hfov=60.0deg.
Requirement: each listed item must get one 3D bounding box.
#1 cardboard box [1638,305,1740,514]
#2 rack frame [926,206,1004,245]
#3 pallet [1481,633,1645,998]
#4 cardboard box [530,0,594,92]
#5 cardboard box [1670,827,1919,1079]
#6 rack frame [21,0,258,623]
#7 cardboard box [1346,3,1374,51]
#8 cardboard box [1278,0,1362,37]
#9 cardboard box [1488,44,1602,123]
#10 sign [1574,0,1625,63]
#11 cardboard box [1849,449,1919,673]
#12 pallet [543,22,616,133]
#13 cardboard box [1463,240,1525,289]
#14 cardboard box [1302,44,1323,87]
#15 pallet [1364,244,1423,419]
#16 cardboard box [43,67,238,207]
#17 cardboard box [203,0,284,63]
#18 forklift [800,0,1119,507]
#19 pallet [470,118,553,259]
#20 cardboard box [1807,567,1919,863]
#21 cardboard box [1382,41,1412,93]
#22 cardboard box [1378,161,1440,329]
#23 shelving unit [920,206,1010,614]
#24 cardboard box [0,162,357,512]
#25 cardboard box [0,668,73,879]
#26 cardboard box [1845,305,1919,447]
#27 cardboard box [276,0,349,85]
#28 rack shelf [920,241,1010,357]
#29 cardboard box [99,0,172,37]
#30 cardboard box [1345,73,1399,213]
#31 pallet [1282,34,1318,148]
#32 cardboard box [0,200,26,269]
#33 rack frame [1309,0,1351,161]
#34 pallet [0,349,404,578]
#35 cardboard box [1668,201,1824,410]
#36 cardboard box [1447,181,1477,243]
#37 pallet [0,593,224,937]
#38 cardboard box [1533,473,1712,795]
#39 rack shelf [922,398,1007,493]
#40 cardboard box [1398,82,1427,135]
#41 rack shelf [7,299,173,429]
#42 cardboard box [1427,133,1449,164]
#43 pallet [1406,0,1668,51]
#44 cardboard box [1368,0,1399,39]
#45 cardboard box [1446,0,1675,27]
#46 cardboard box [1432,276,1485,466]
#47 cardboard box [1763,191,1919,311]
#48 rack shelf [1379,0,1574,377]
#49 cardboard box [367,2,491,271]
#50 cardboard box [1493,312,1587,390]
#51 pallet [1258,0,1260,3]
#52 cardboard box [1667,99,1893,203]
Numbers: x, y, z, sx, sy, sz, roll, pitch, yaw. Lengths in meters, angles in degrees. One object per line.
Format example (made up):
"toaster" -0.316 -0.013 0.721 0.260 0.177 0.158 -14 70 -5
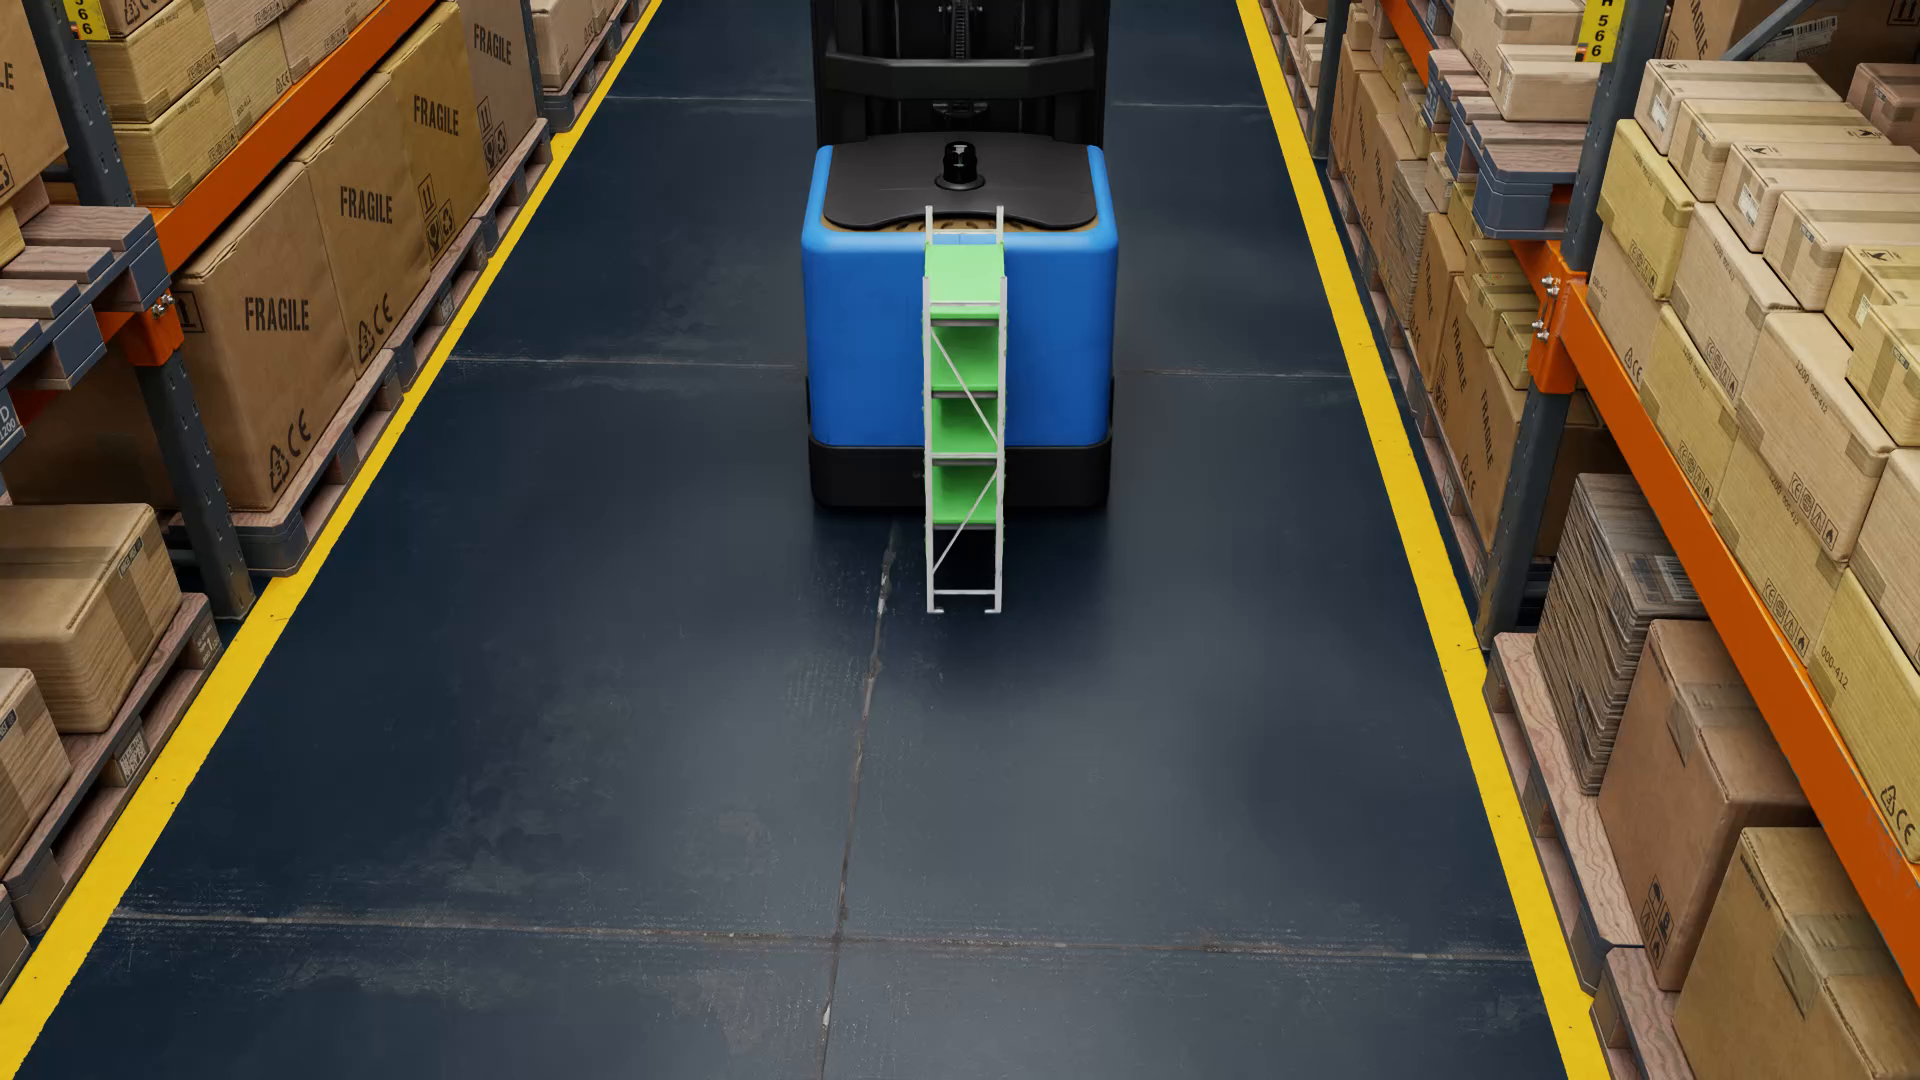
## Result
"cardboard box" 1.859 -0.295 3.691 0.500 0.250 0.500 1 35 1
"rack frame" 0.014 -0.535 5.468 0.240 1.200 0.015 0 35 0
"pallet" 2.074 0.719 4.543 1.003 0.211 1.213 1 35 2
"cardboard box" -2.520 -2.786 8.969 0.875 0.438 0.875 1 35 1
"cardboard box" 2.063 1.026 3.381 0.875 0.625 0.625 0 35 0
"rack frame" -2.813 -1.007 4.573 1.000 3.000 0.127 1 35 2
"cardboard box" 2.027 -2.407 7.810 0.380 0.149 0.250 3 35 4
"cardboard box" 2.234 -3.204 9.508 0.700 0.500 0.500 0 35 0
"cardboard box" 1.789 -1.349 4.914 0.380 0.149 0.250 2 35 3
"sign" 1.604 -1.342 4.113 0.100 0.325 0.005 1 35 2
"cardboard box" 1.829 0.094 2.703 0.500 0.250 0.500 2 35 3
"pallet" -2.544 -2.599 9.264 1.003 0.211 1.213 1 35 2
"cardboard box" 1.948 -0.906 5.675 0.380 0.149 0.250 0 35 0
"cardboard box" 2.036 -2.524 8.847 0.380 0.149 0.250 0 35 0
"pallet" 2.266 -0.880 6.819 1.003 0.211 1.213 1 35 2
"cardboard box" -2.542 -1.221 5.008 0.500 0.250 0.500 1 35 1
"cardboard box" -2.524 -1.732 5.301 0.500 0.250 0.500 2 35 3
"forklift" 0.000 -2.127 6.227 1.130 2.935 3.031 0 35 0
"pallet" -2.608 -1.719 8.012 1.003 0.211 1.213 1 35 2
"cardboard box" 1.823 0.300 2.846 0.500 0.250 0.500 2 35 3
"cardboard box" 2.094 -2.098 7.371 0.380 0.149 0.250 0 35 -1
"cardboard box" 2.000 -1.178 6.626 0.500 0.500 0.500 0 35 0
"shelving unit" 0.014 -0.395 5.269 0.258 1.200 0.503 0 35 0
"cardboard box" -2.703 -0.704 5.626 0.875 0.875 0.875 1 35 1
"cardboard box" -2.868 0.645 4.143 0.950 0.372 0.625 1 35 1
"cardboard box" 1.798 -0.282 2.892 0.380 0.149 0.250 2 35 3
"cardboard box" -2.512 -1.817 5.857 0.500 0.250 0.500 2 35 3
"rack shelf" 0.014 -0.736 5.029 0.258 0.148 0.480 0 35 0
"cardboard box" -2.549 -1.734 4.652 0.500 0.500 0.500 0 35 0
"cardboard box" 2.051 -1.762 7.458 0.500 0.500 0.500 1 35 1
"pallet" 2.336 -2.446 9.047 1.003 0.211 1.213 1 35 2
"cardboard box" -2.530 -0.726 4.028 0.380 0.149 0.250 2 35 3
"rack frame" 2.307 -3.192 7.683 1.000 3.000 0.127 1 35 2
"pallet" -2.706 -0.317 6.017 1.003 0.211 1.213 1 35 2
"cardboard box" 1.863 -0.500 3.549 0.500 0.250 0.500 2 35 3
"cardboard box" 2.013 -1.200 6.093 0.380 0.149 0.250 1 35 1
"pallet" -2.846 0.583 4.736 1.003 0.211 1.213 1 35 2
"cardboard box" 2.108 0.264 4.466 0.875 0.625 0.625 2 35 3
"rack shelf" 0.014 -0.343 5.305 0.258 0.148 0.480 0 35 0
"cardboard box" 2.049 -1.798 6.944 0.380 0.149 0.250 1 35 2
"rack shelf" -2.894 0.437 3.145 1.077 0.370 4.000 1 35 2
"cardboard box" 2.055 -1.499 6.519 0.380 0.149 0.250 1 35 2
"pallet" 2.220 -1.933 6.059 1.003 0.211 1.213 1 35 2
"cardboard box" 2.064 -2.378 7.511 0.380 0.149 0.250 0 35 0
"cardboard box" 2.027 -2.050 5.603 0.797 0.503 0.637 1 35 1
"cardboard box" 1.979 -0.578 5.773 0.500 0.500 0.500 1 35 1
"cardboard box" 1.847 -0.572 3.304 0.380 0.149 0.250 2 35 2
"rack shelf" 2.227 -1.749 6.255 1.077 0.370 4.000 1 35 2
"cardboard box" -2.626 -1.730 7.085 0.875 0.875 0.875 2 35 3
"cardboard box" 1.913 -0.598 5.237 0.380 0.149 0.250 0 35 0
"pallet" 2.434 -3.848 11.041 1.003 0.211 1.213 1 35 2
"cardboard box" 1.830 -0.871 3.729 0.380 0.149 0.250 2 35 3
